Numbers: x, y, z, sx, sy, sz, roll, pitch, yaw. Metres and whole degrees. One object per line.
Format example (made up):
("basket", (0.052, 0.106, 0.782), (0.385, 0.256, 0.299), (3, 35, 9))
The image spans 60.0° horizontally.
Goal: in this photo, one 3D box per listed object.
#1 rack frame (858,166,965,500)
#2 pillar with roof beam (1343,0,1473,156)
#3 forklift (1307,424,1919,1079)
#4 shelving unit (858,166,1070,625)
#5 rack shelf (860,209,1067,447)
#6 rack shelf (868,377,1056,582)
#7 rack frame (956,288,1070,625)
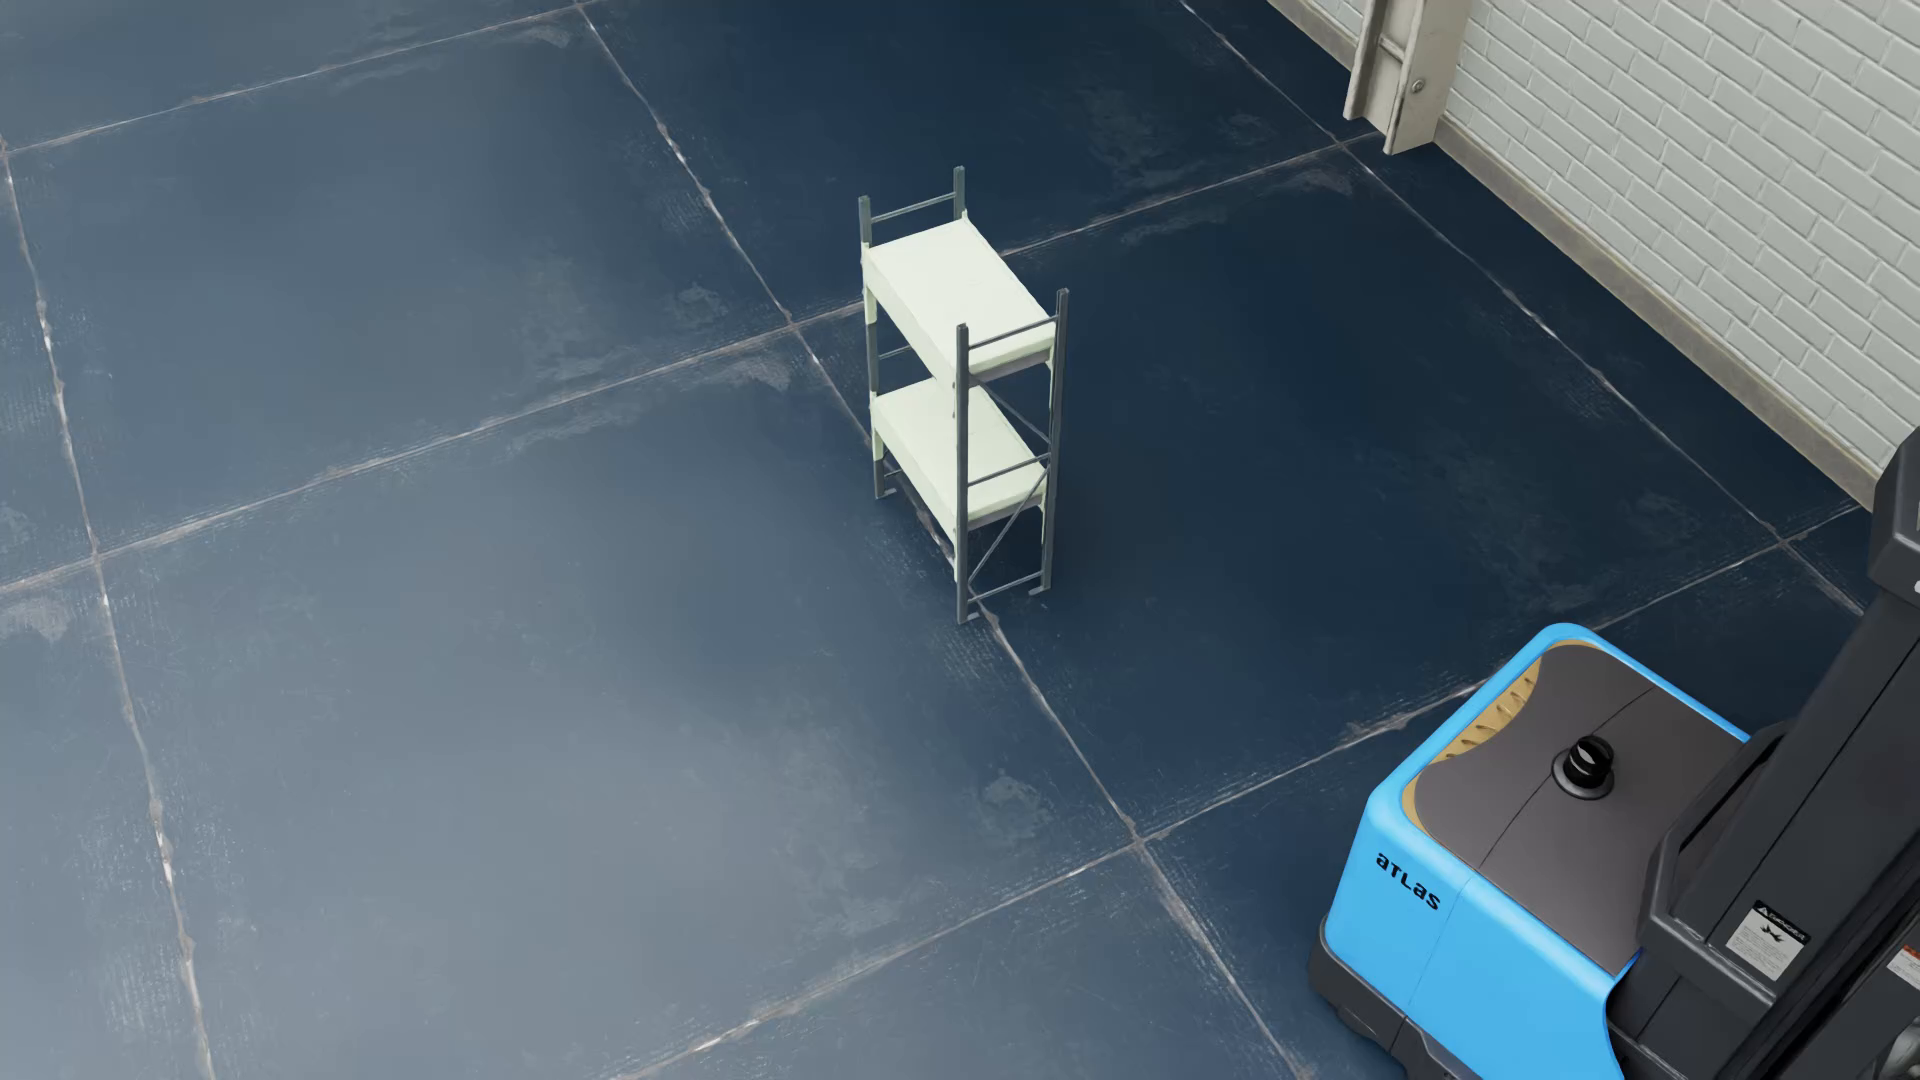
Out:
("rack frame", (-0.164, -0.734, 6.288), (0.400, 1.500, 0.023), (-21, 52, -18))
("pillar with roof beam", (-1.635, -3.588, 3.803), (9.100, 9.000, 0.400), (-21, 52, -18))
("forklift", (2.491, 1.023, 3.801), (1.130, 2.935, 3.031), (-35, 58, -27))
("shelving unit", (0.003, -0.489, 6.074), (0.431, 1.500, 0.755), (-21, 52, -18))
("rack shelf", (0.003, -0.746, 5.780), (0.431, 0.370, 0.720), (-21, 52, -18))
("rack shelf", (0.003, -0.275, 6.320), (0.431, 0.370, 0.720), (-21, 52, -18))
("rack frame", (0.171, -0.244, 5.860), (0.400, 1.500, 0.023), (-21, 52, -18))
